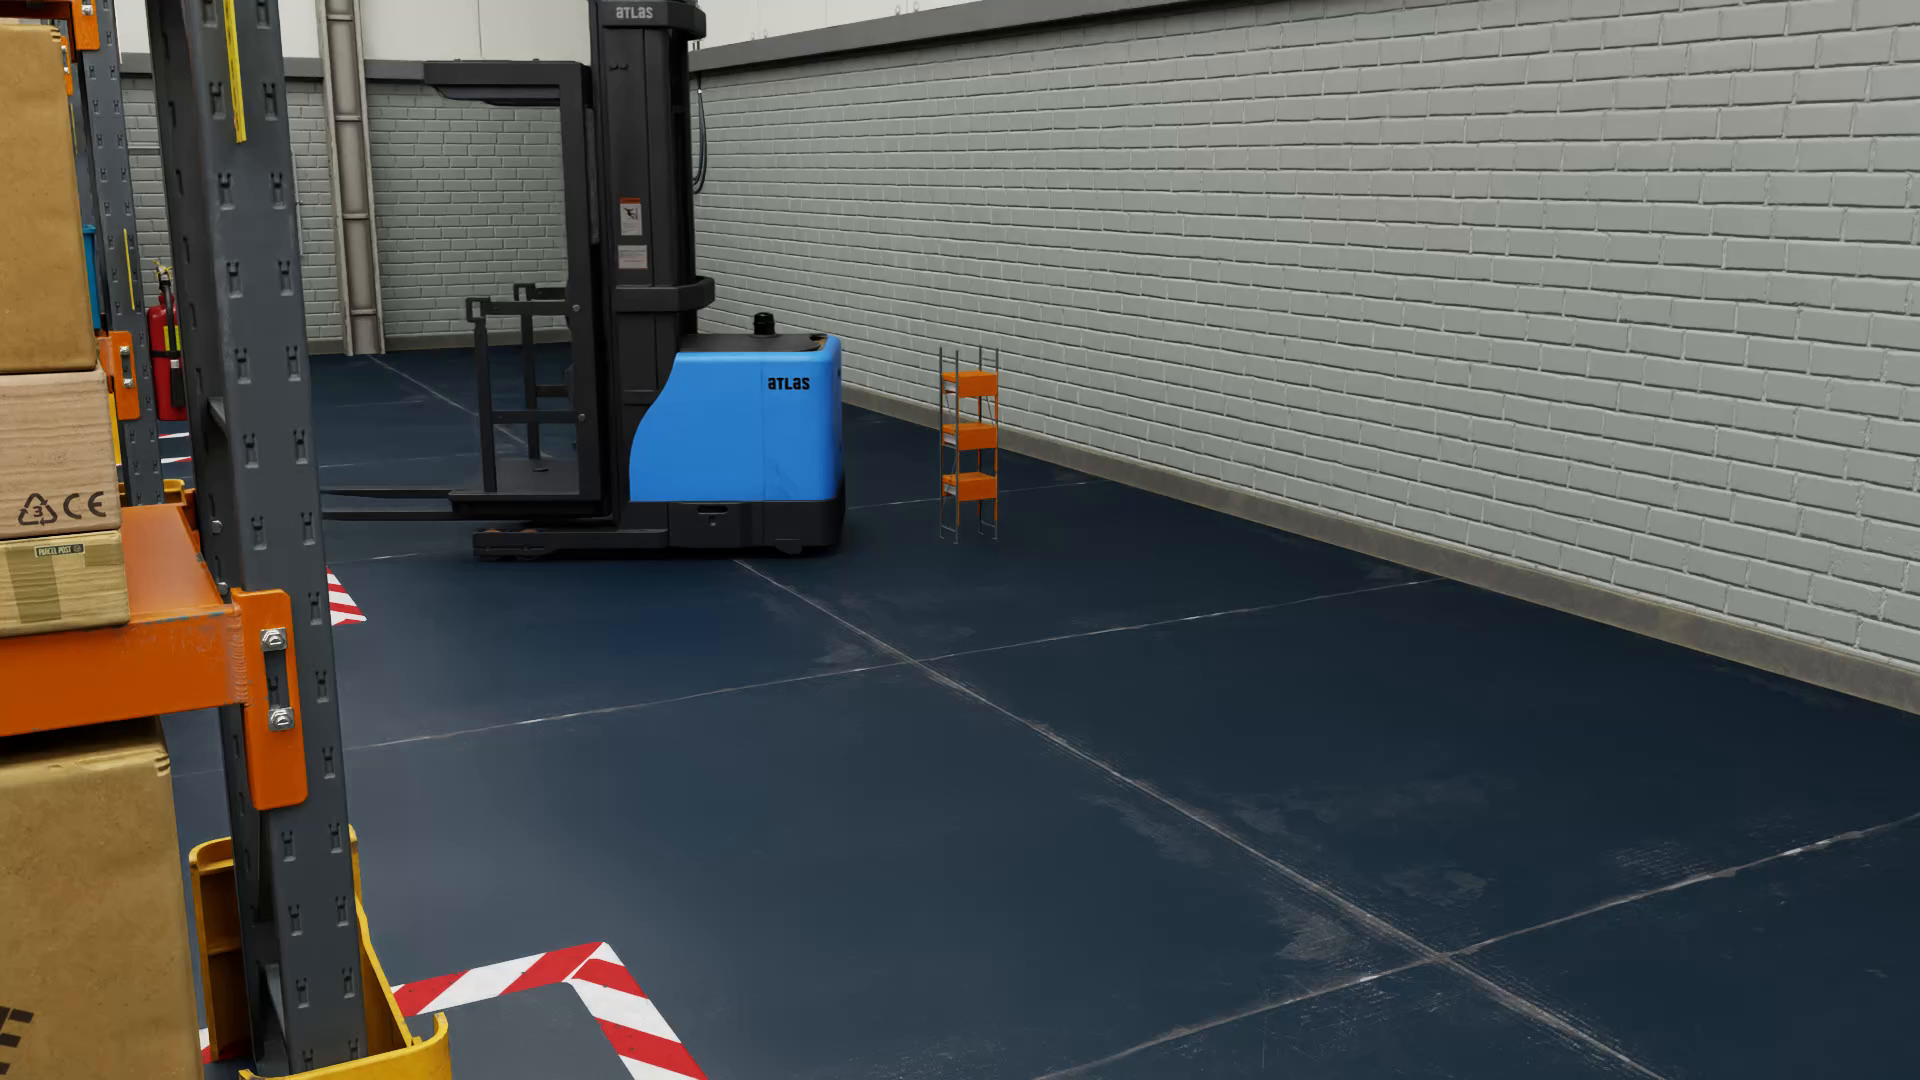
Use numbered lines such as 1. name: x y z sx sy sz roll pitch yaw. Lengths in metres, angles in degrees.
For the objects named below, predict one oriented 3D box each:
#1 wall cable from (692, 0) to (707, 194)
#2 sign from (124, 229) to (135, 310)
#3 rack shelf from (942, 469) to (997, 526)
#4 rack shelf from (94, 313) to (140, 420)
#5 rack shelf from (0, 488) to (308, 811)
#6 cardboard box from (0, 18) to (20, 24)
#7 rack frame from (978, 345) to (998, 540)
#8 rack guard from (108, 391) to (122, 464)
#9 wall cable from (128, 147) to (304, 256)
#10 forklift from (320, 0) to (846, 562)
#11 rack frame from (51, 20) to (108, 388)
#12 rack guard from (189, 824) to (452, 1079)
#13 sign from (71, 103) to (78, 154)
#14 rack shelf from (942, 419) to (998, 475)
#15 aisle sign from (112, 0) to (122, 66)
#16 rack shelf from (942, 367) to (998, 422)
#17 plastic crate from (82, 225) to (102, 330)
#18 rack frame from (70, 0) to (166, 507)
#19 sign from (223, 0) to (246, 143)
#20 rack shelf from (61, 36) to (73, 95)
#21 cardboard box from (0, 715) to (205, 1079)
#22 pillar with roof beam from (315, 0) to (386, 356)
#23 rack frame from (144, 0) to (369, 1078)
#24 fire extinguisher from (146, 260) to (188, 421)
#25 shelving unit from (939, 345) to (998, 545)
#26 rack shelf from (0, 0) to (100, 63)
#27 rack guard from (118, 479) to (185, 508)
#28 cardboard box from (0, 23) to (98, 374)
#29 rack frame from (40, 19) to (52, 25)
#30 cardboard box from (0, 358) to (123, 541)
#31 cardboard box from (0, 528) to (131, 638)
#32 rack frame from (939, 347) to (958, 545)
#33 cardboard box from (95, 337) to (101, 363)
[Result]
1. wall cable: -3.325 -4.990 17.860 0.112 2.526 3.097 -7 14 -28
2. sign: -3.436 -1.118 6.875 0.005 0.325 0.100 -7 14 -28
3. rack shelf: 0.047 -0.236 9.082 0.240 0.259 0.215 -7 14 -28
4. rack shelf: -5.469 -0.582 6.500 4.000 0.370 1.077 -7 14 -28
5. rack shelf: -3.096 0.373 2.259 4.000 0.370 1.077 -7 14 -28
6. cardboard box: -6.408 -3.383 10.821 0.500 0.250 0.500 -7 14 -28
7. rack frame: 0.154 -0.531 9.076 0.008 1.050 0.200 -7 14 -28
8. rack guard: -6.150 -0.871 11.839 0.348 0.500 1.175 -7 14 -28
9. wall cable: -7.790 -3.865 17.137 1.851 1.984 0.084 -7 14 -28
10. forklift: -2.164 -1.436 8.813 3.031 2.935 1.130 0 13 -1
11. rack frame: -6.084 -2.098 11.600 0.127 3.000 1.000 -7 14 -28
12. rack guard: -1.319 1.028 3.401 0.348 0.500 1.175 -7 14 -28
13. sign: -5.835 -2.708 10.953 0.005 0.325 0.100 -7 14 -28
14. rack shelf: 0.047 -0.507 9.021 0.240 0.259 0.215 -7 14 -28
15. aisle sign: -3.510 -2.362 6.854 0.004 0.787 0.394 -7 14 -28
16. rack shelf: 0.047 -0.784 8.959 0.240 0.259 0.215 -7 14 -28
17. plastic crate: -3.918 -1.118 7.029 0.499 0.435 0.616 -7 14 -28
18. rack frame: -3.714 -1.143 7.356 0.127 3.000 1.000 -7 14 -28
19. sign: -1.093 -0.763 2.491 0.005 0.325 0.100 -7 14 -28
20. rack shelf: -7.839 -3.000 10.415 4.000 0.370 1.077 -7 14 -28
21. cardboard box: -1.864 0.726 2.935 0.875 0.875 0.875 -7 14 -28
22. pillar with roof beam: -4.442 -5.600 13.498 0.400 9.000 9.100 -7 14 -28
23. rack frame: -1.340 -0.189 3.115 0.127 3.000 1.000 -7 14 -28
24. fire extinguisher: -3.363 -0.852 7.087 0.183 0.674 0.296 -7 14 -28
25. shelving unit: 0.047 -0.518 9.019 0.252 1.050 0.215 -7 14 -28
26. rack shelf: -5.469 -2.045 6.171 4.000 0.370 1.077 -7 14 -28
27. rack guard: -3.699 0.071 7.653 0.348 0.500 1.175 -7 14 -28
28. cardboard box: -1.642 -0.524 2.564 0.500 0.500 0.500 -7 14 -27
29. rack frame: -8.460 -5.979 15.181 0.127 3.000 1.000 -7 14 -28
30. cardboard box: -1.639 -0.158 2.645 0.500 0.250 0.500 -7 15 -29
31. cardboard box: -1.495 0.035 2.694 0.250 0.149 0.380 -7 14 -27
32. rack frame: -0.060 -0.505 8.962 0.008 1.050 0.200 -7 14 -28
33. cardboard box: -1.891 -0.262 3.106 0.500 0.250 0.500 -7 15 -29
